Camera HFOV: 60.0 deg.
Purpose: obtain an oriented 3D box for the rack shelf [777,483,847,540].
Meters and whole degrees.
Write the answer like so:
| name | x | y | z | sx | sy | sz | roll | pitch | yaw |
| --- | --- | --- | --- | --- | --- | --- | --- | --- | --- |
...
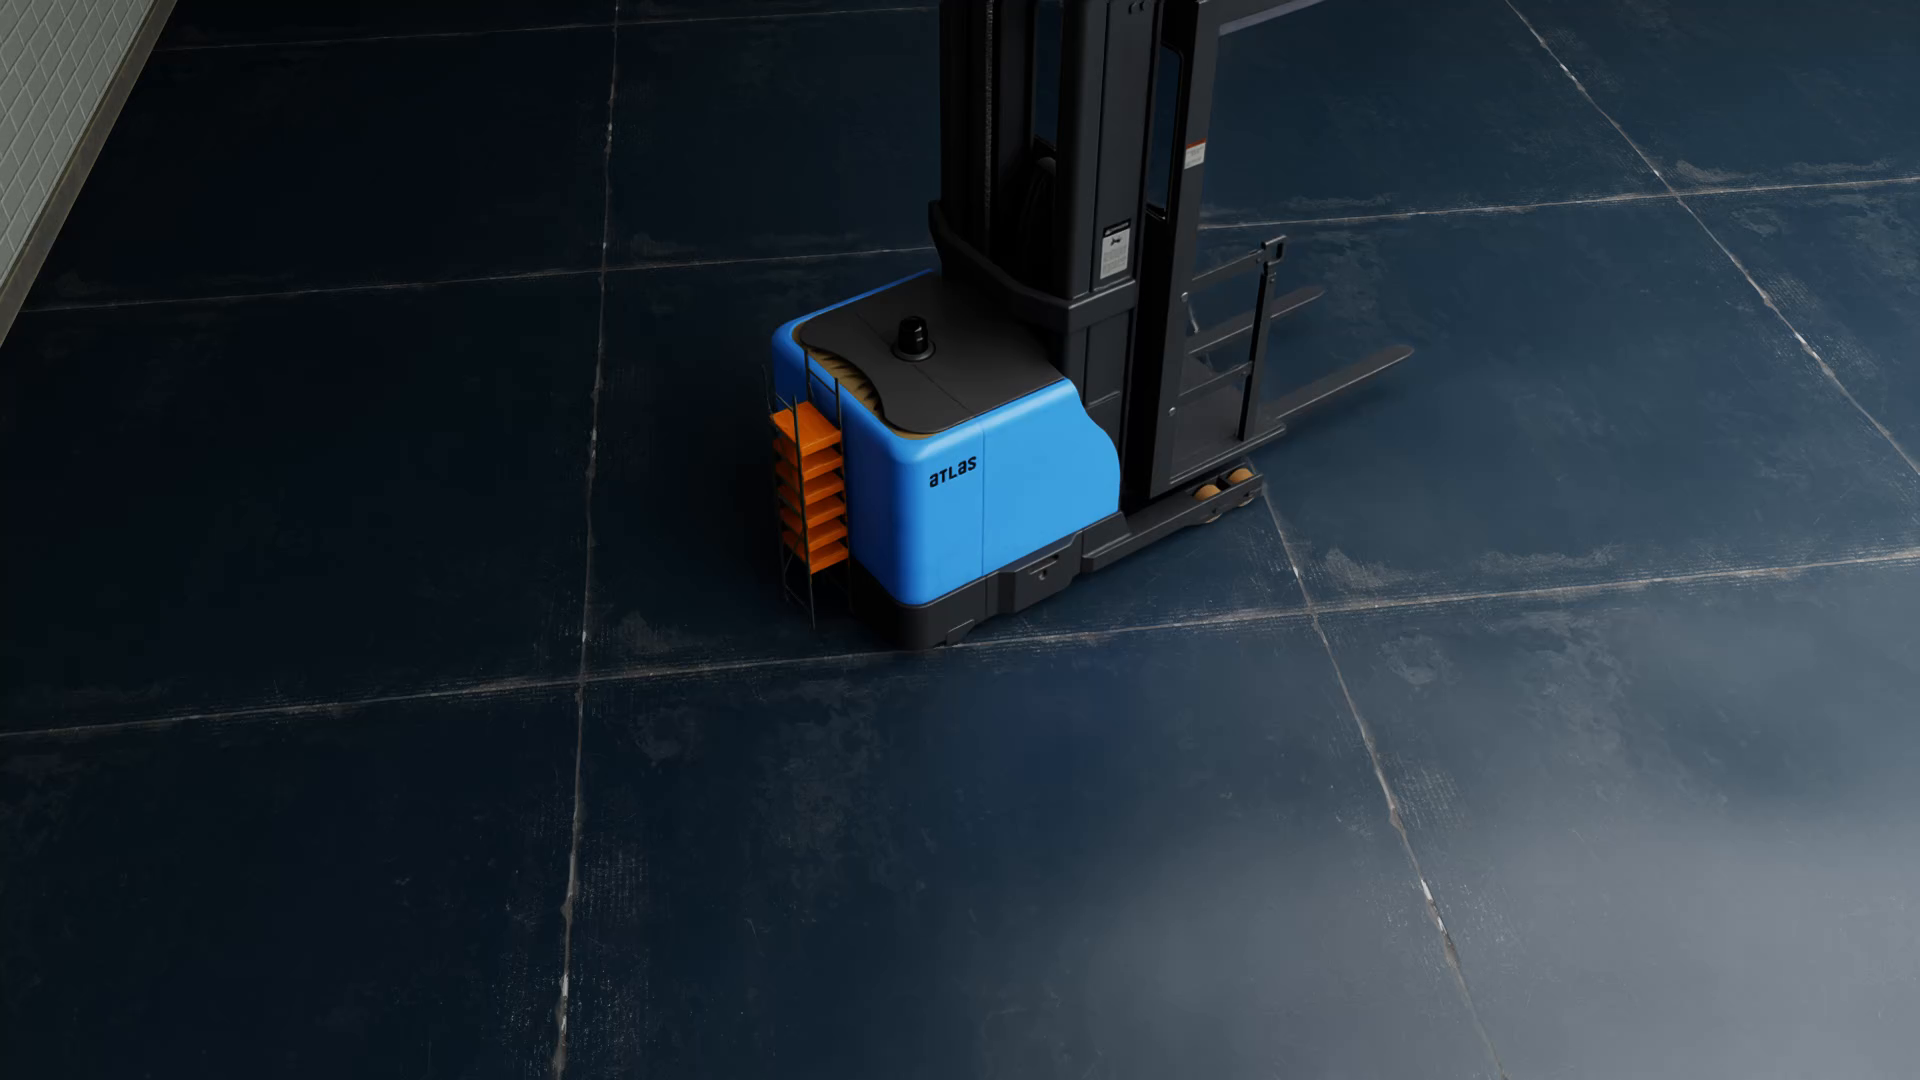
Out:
| name | x | y | z | sx | sy | sz | roll | pitch | yaw |
| --- | --- | --- | --- | --- | --- | --- | --- | --- | --- |
| rack shelf | -0.591 | -0.140 | 6.576 | 0.180 | 0.103 | 0.258 | -25 | 48 | -25 |

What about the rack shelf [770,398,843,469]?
| name | x | y | z | sx | sy | sz | roll | pitch | yaw |
| --- | --- | --- | --- | --- | --- | --- | --- | --- | --- |
| rack shelf | -0.591 | -0.407 | 6.335 | 0.180 | 0.103 | 0.258 | -25 | 48 | -25 |

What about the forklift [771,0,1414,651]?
| name | x | y | z | sx | sy | sz | roll | pitch | yaw |
| --- | --- | --- | --- | --- | --- | --- | --- | --- | --- |
| forklift | 0.736 | -1.432 | 6.650 | 3.031 | 2.935 | 1.130 | -25 | 48 | -25 |

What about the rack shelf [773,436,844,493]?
| name | x | y | z | sx | sy | sz | roll | pitch | yaw |
| --- | --- | --- | --- | --- | --- | --- | --- | --- | --- |
| rack shelf | -0.591 | -0.318 | 6.415 | 0.180 | 0.103 | 0.258 | -25 | 48 | -25 |

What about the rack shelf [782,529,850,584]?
| name | x | y | z | sx | sy | sz | roll | pitch | yaw |
| --- | --- | --- | --- | --- | --- | --- | --- | --- | --- |
| rack shelf | -0.591 | 0.038 | 6.736 | 0.180 | 0.103 | 0.258 | -25 | 48 | -25 |

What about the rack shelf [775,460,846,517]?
| name | x | y | z | sx | sy | sz | roll | pitch | yaw |
| --- | --- | --- | --- | --- | --- | --- | --- | --- | --- |
| rack shelf | -0.591 | -0.229 | 6.495 | 0.180 | 0.103 | 0.258 | -25 | 48 | -25 |

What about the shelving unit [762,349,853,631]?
| name | x | y | z | sx | sy | sz | roll | pitch | yaw |
| --- | --- | --- | --- | --- | --- | --- | --- | --- | --- |
| shelving unit | -0.591 | -0.173 | 6.546 | 0.189 | 1.200 | 0.258 | -25 | 48 | -25 |

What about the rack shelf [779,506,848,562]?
| name | x | y | z | sx | sy | sz | roll | pitch | yaw |
| --- | --- | --- | --- | --- | --- | --- | --- | --- | --- |
| rack shelf | -0.591 | -0.051 | 6.656 | 0.180 | 0.103 | 0.258 | -25 | 48 | -25 |

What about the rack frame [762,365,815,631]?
| name | x | y | z | sx | sy | sz | roll | pitch | yaw |
| --- | --- | --- | --- | --- | --- | --- | --- | --- | --- |
| rack frame | -0.666 | -0.138 | 6.507 | 0.006 | 1.200 | 0.240 | -25 | 48 | -25 |

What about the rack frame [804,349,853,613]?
| name | x | y | z | sx | sy | sz | roll | pitch | yaw |
| --- | --- | --- | --- | --- | --- | --- | --- | --- | --- |
| rack frame | -0.516 | -0.208 | 6.585 | 0.006 | 1.200 | 0.240 | -25 | 48 | -25 |
